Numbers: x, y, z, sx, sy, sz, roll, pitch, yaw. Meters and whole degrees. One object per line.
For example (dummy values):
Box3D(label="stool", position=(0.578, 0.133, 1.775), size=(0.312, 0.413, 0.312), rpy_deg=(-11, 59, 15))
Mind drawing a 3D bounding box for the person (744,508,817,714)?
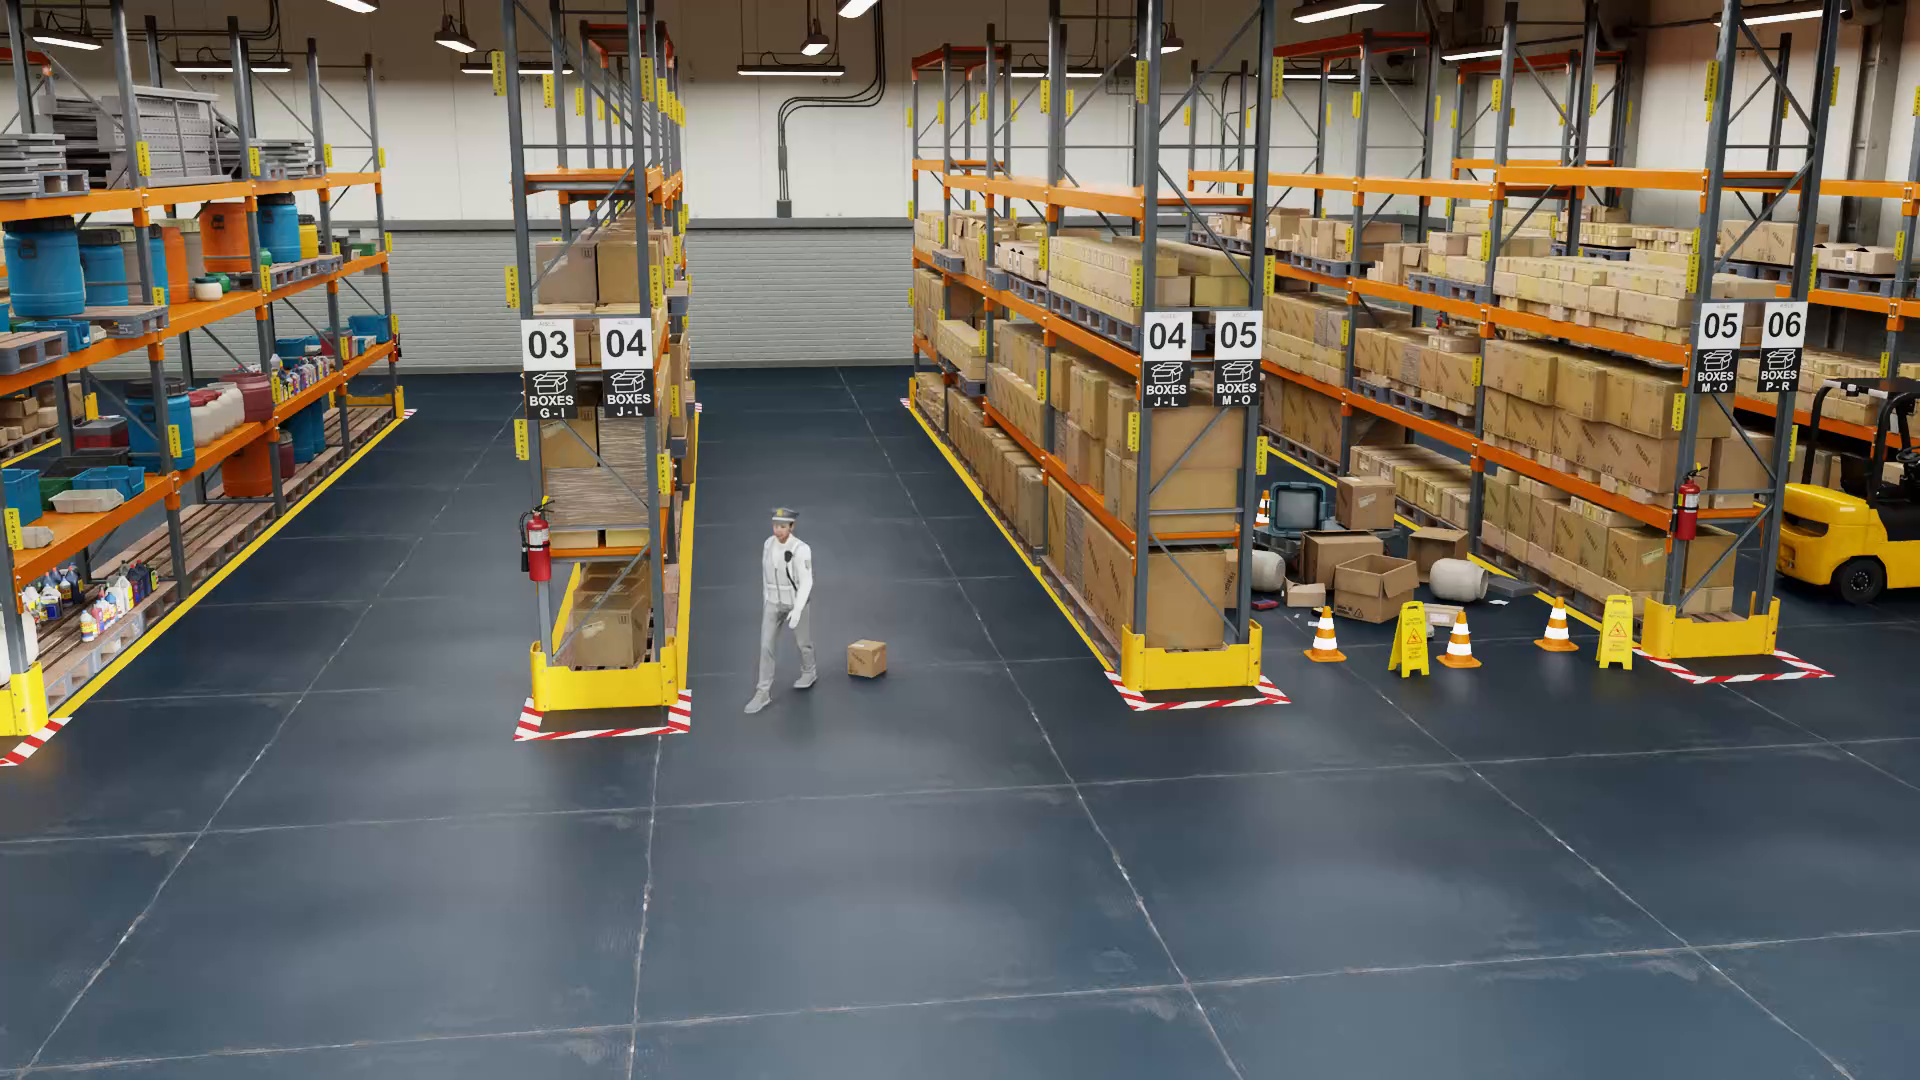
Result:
Box3D(label="person", position=(-1.460, 0.527, 13.730), size=(0.555, 1.645, 0.947), rpy_deg=(5, 14, 21))
